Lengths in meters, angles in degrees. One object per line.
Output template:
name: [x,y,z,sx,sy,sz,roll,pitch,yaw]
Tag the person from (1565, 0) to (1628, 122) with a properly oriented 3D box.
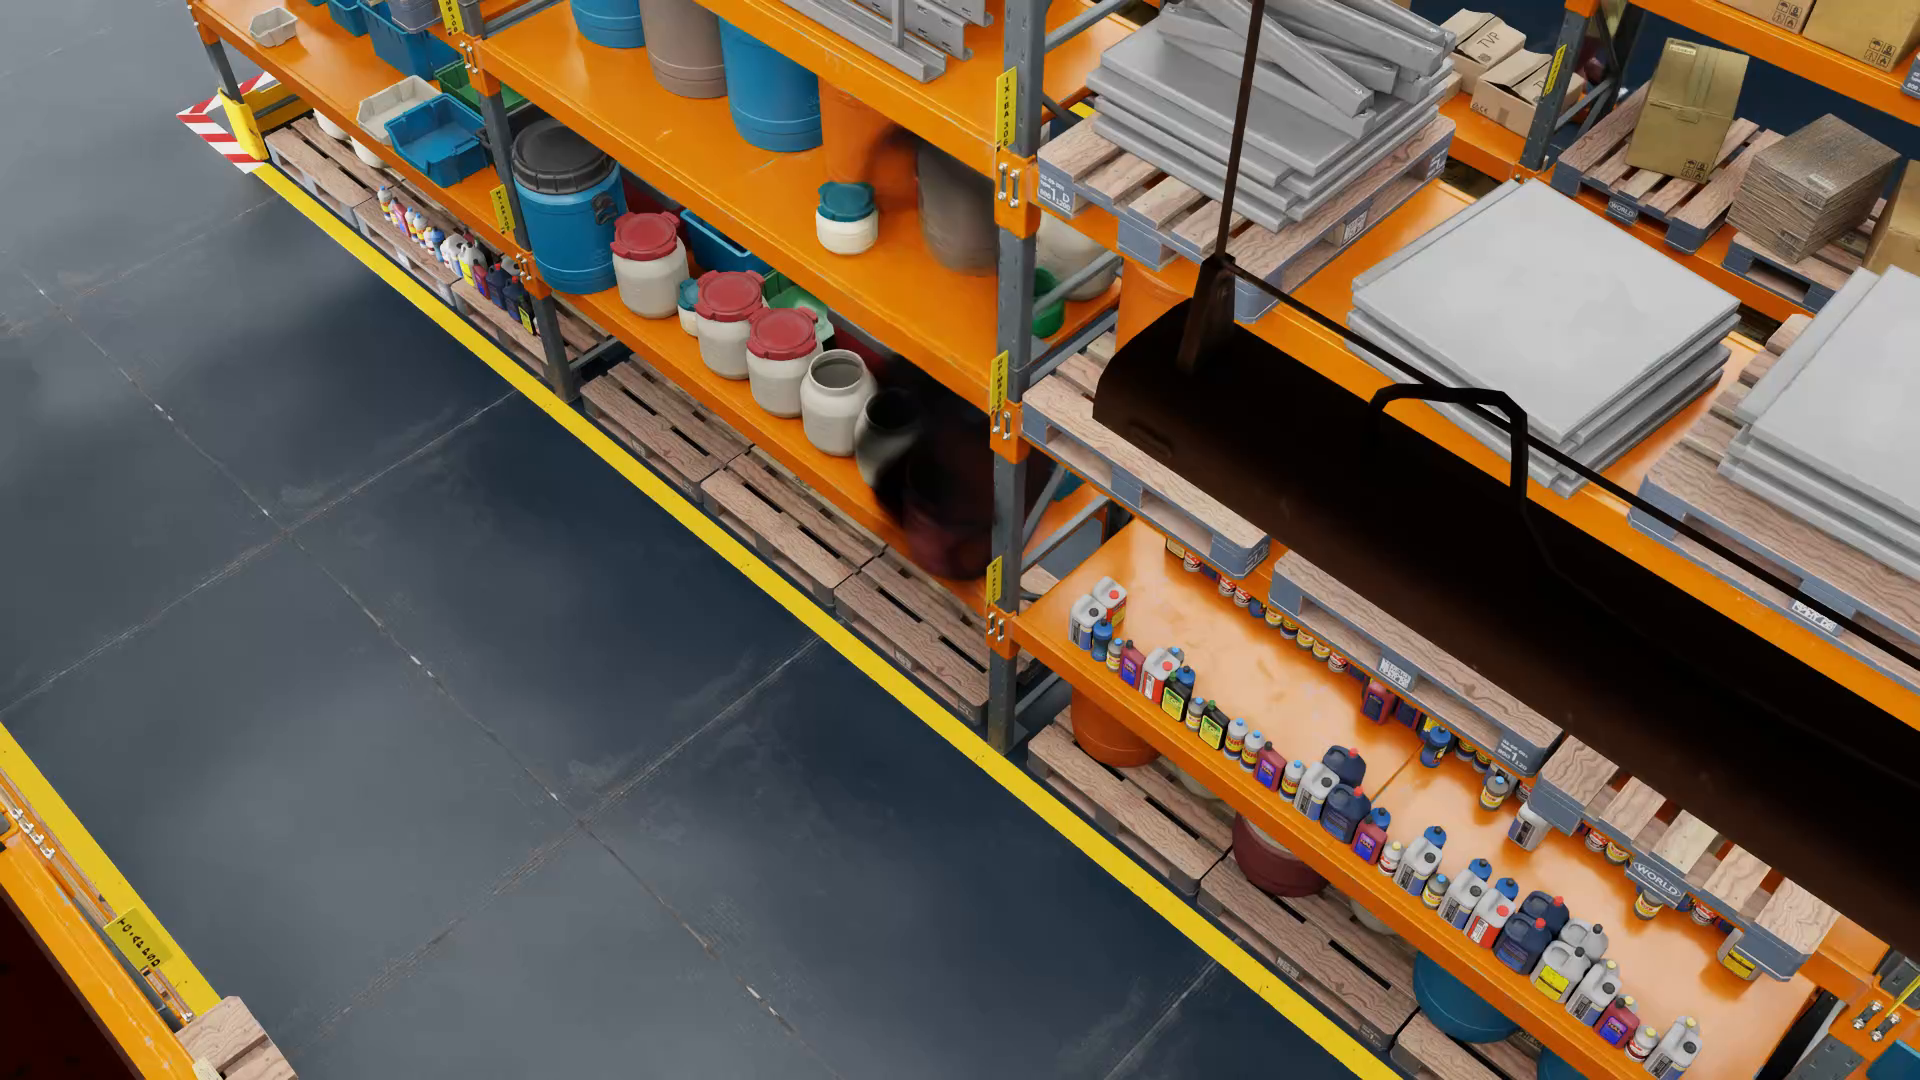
person: [4.846,-3.841,12.556,0.583,1.639,0.574,36,59,26]
